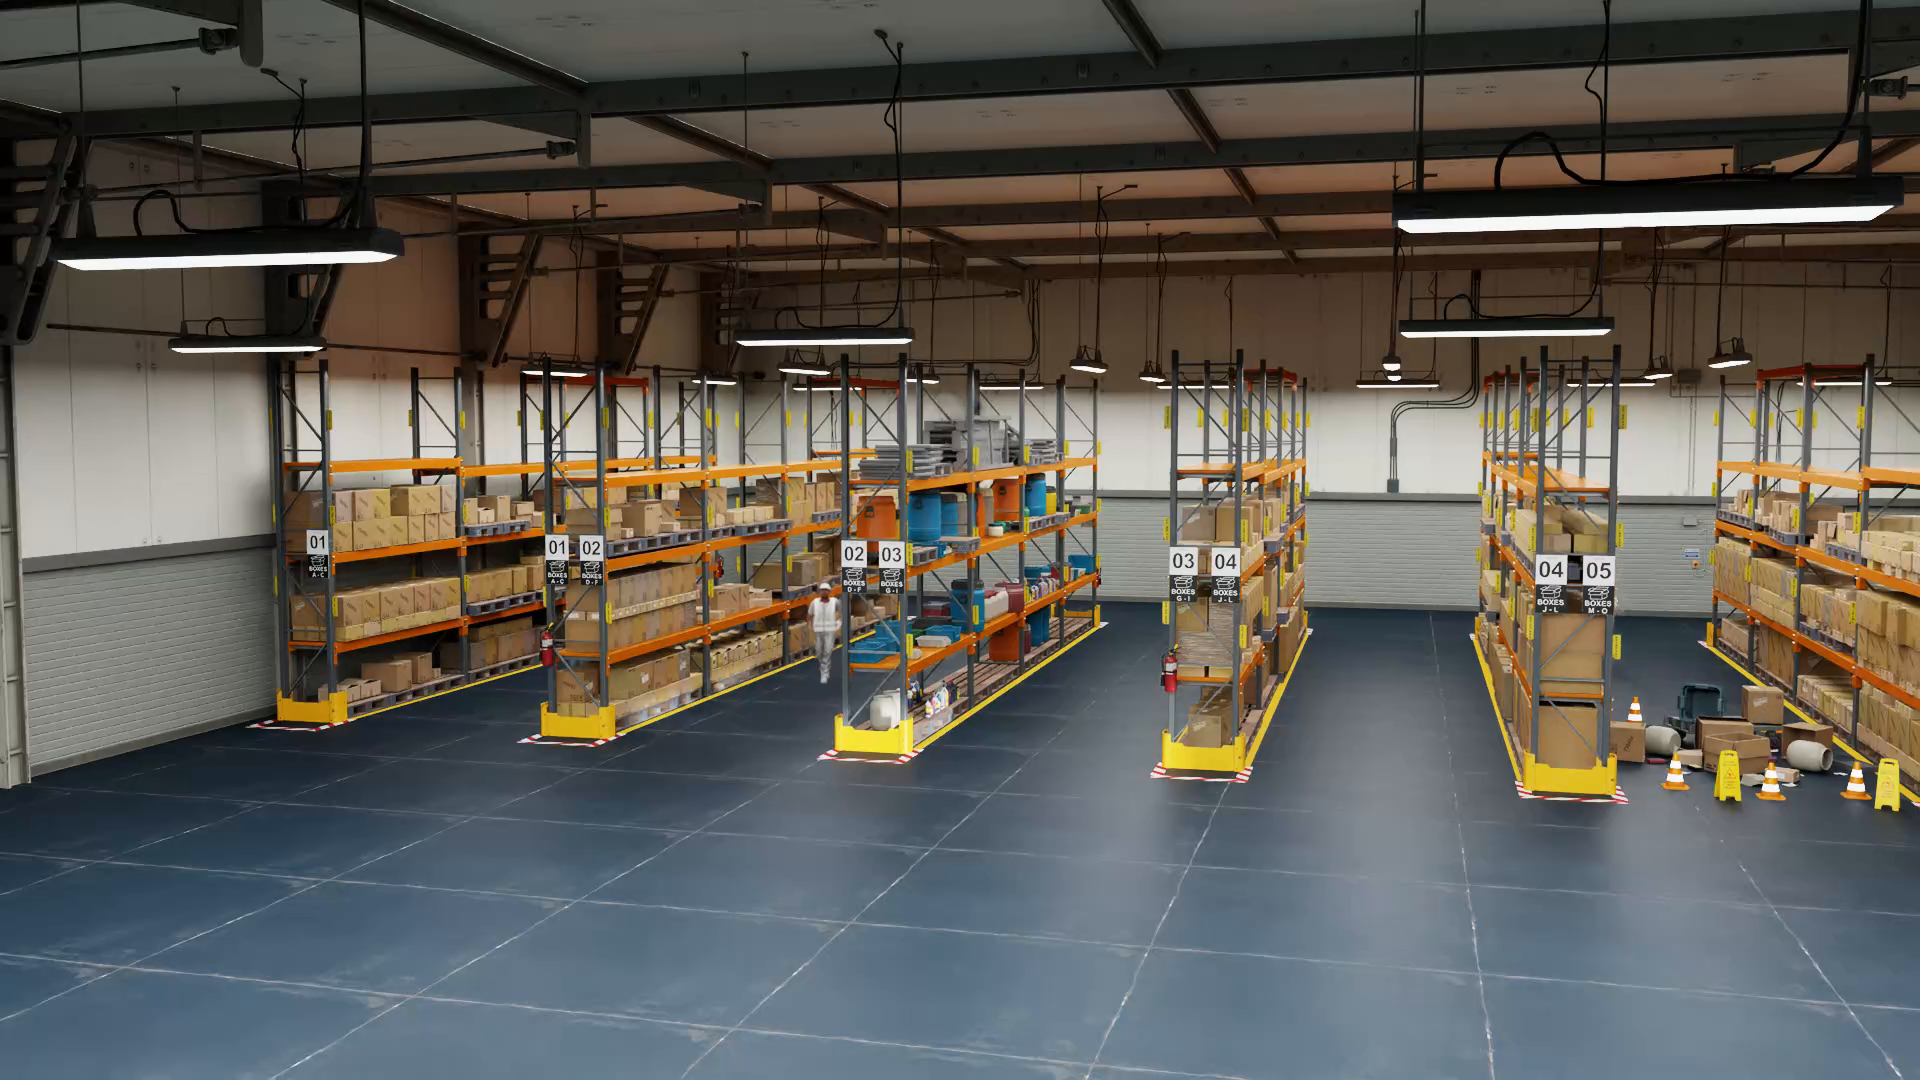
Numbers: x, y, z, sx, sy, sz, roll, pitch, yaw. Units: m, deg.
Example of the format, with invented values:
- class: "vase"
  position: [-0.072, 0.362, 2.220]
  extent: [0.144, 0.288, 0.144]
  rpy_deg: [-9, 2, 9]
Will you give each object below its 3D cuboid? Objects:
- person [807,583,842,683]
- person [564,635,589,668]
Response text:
- class: "person"
  position: [-2.440, 1.666, 30.164]
  extent: [0.682, 1.781, 0.856]
  rpy_deg: [0, 4, 2]
- class: "person"
  position: [-6.992, 1.902, 30.717]
  extent: [0.710, 1.747, 0.968]
  rpy_deg: [1, 4, 10]
